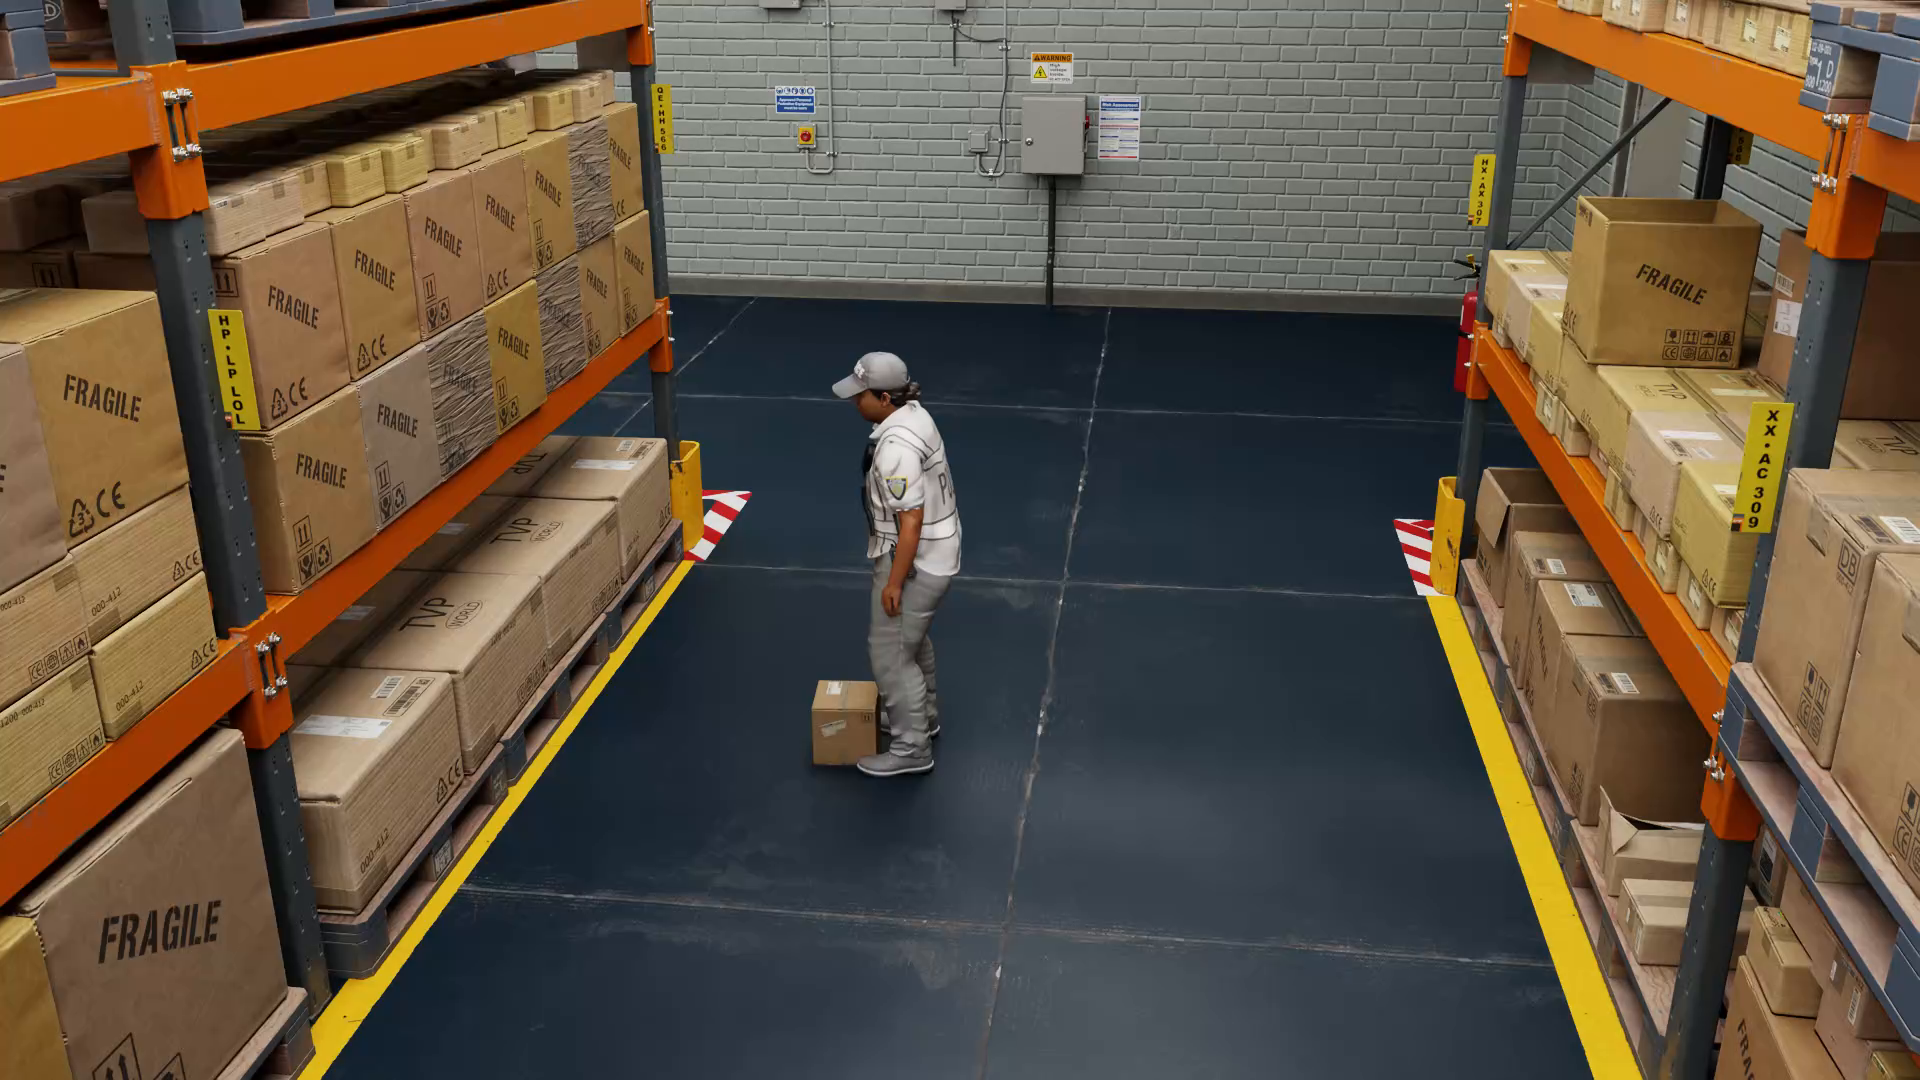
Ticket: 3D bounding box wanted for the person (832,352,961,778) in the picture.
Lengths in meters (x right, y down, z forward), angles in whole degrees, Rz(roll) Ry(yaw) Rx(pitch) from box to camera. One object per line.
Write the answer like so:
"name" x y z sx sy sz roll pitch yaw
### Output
"person" -0.230 0.081 6.368 0.471 1.665 0.563 1 21 3
